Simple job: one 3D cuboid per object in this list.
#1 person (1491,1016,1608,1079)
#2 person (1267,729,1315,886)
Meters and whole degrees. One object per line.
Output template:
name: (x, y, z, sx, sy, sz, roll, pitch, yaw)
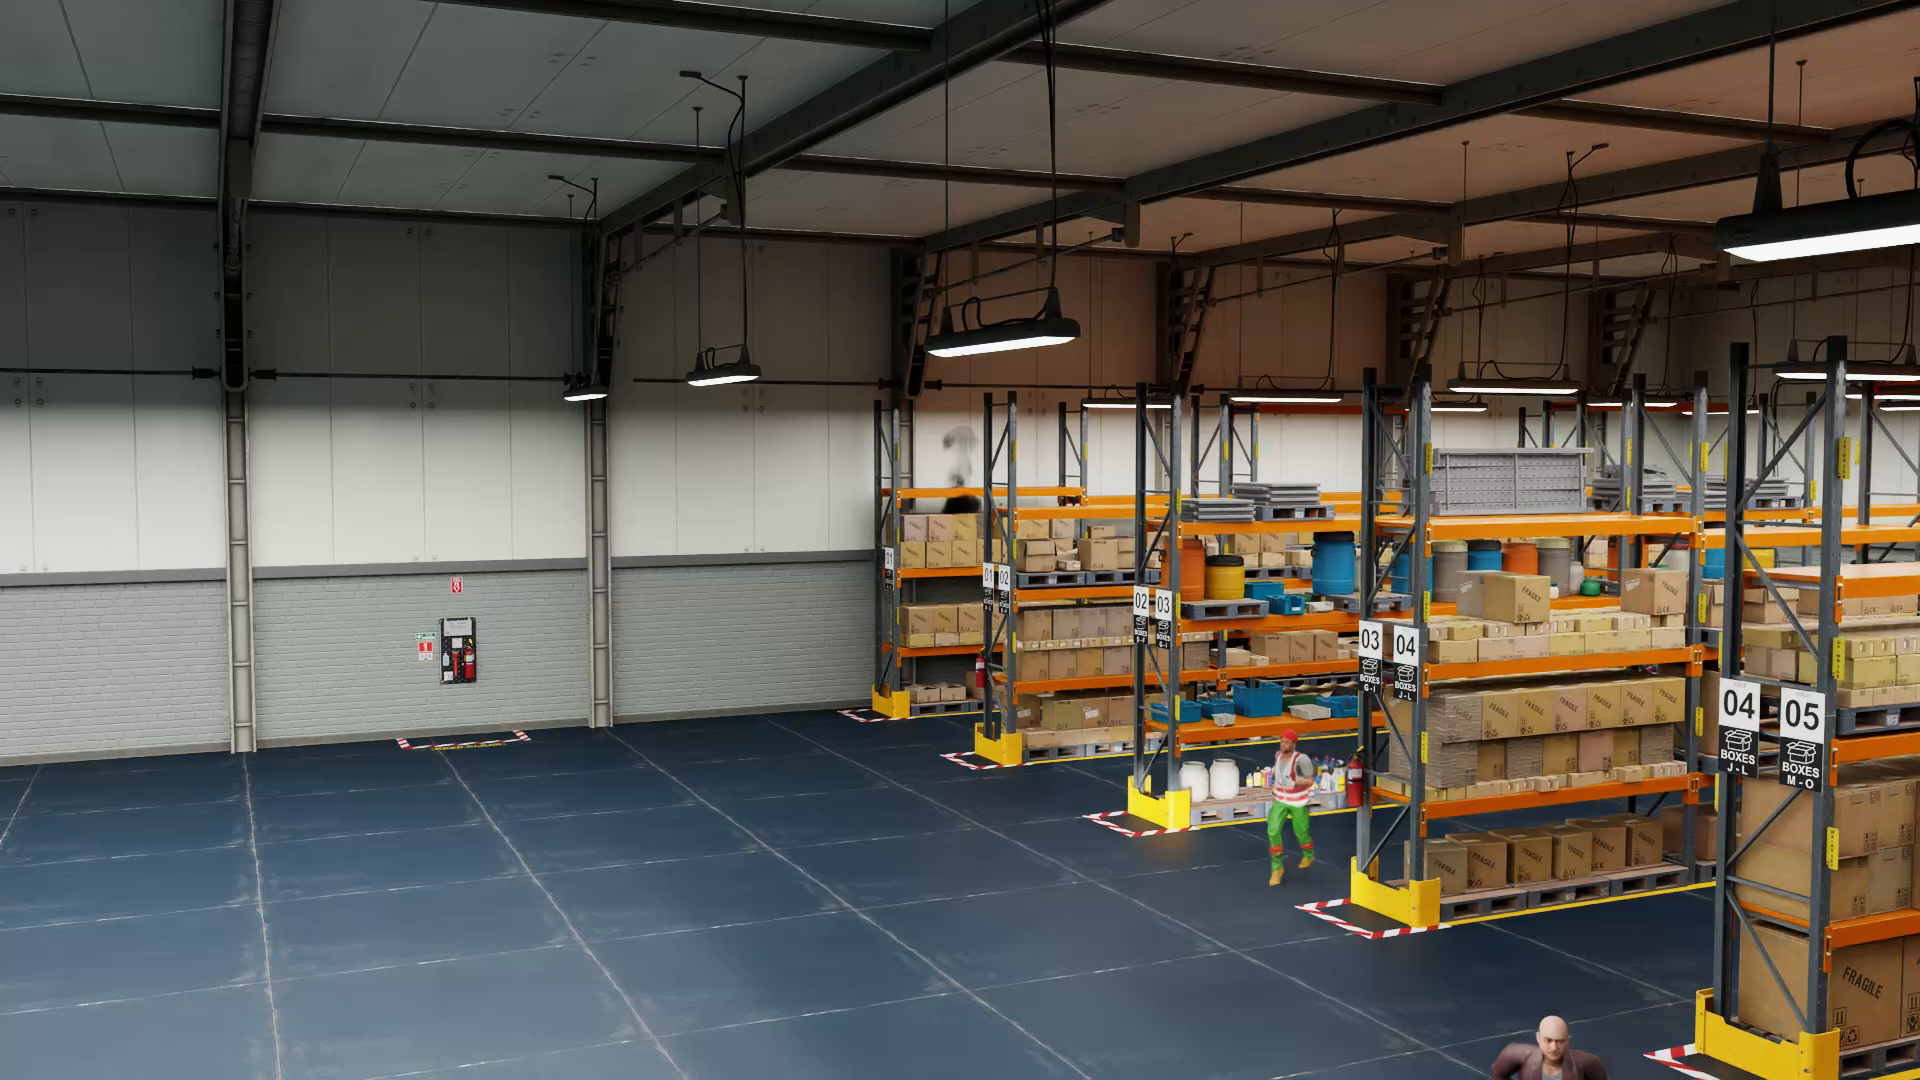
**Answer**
person: (3.671, 3.726, 10.363, 0.706, 1.718, 0.813, 1, 3, 15)
person: (3.979, 3.145, 19.699, 0.613, 1.847, 0.892, 3, 4, 39)
